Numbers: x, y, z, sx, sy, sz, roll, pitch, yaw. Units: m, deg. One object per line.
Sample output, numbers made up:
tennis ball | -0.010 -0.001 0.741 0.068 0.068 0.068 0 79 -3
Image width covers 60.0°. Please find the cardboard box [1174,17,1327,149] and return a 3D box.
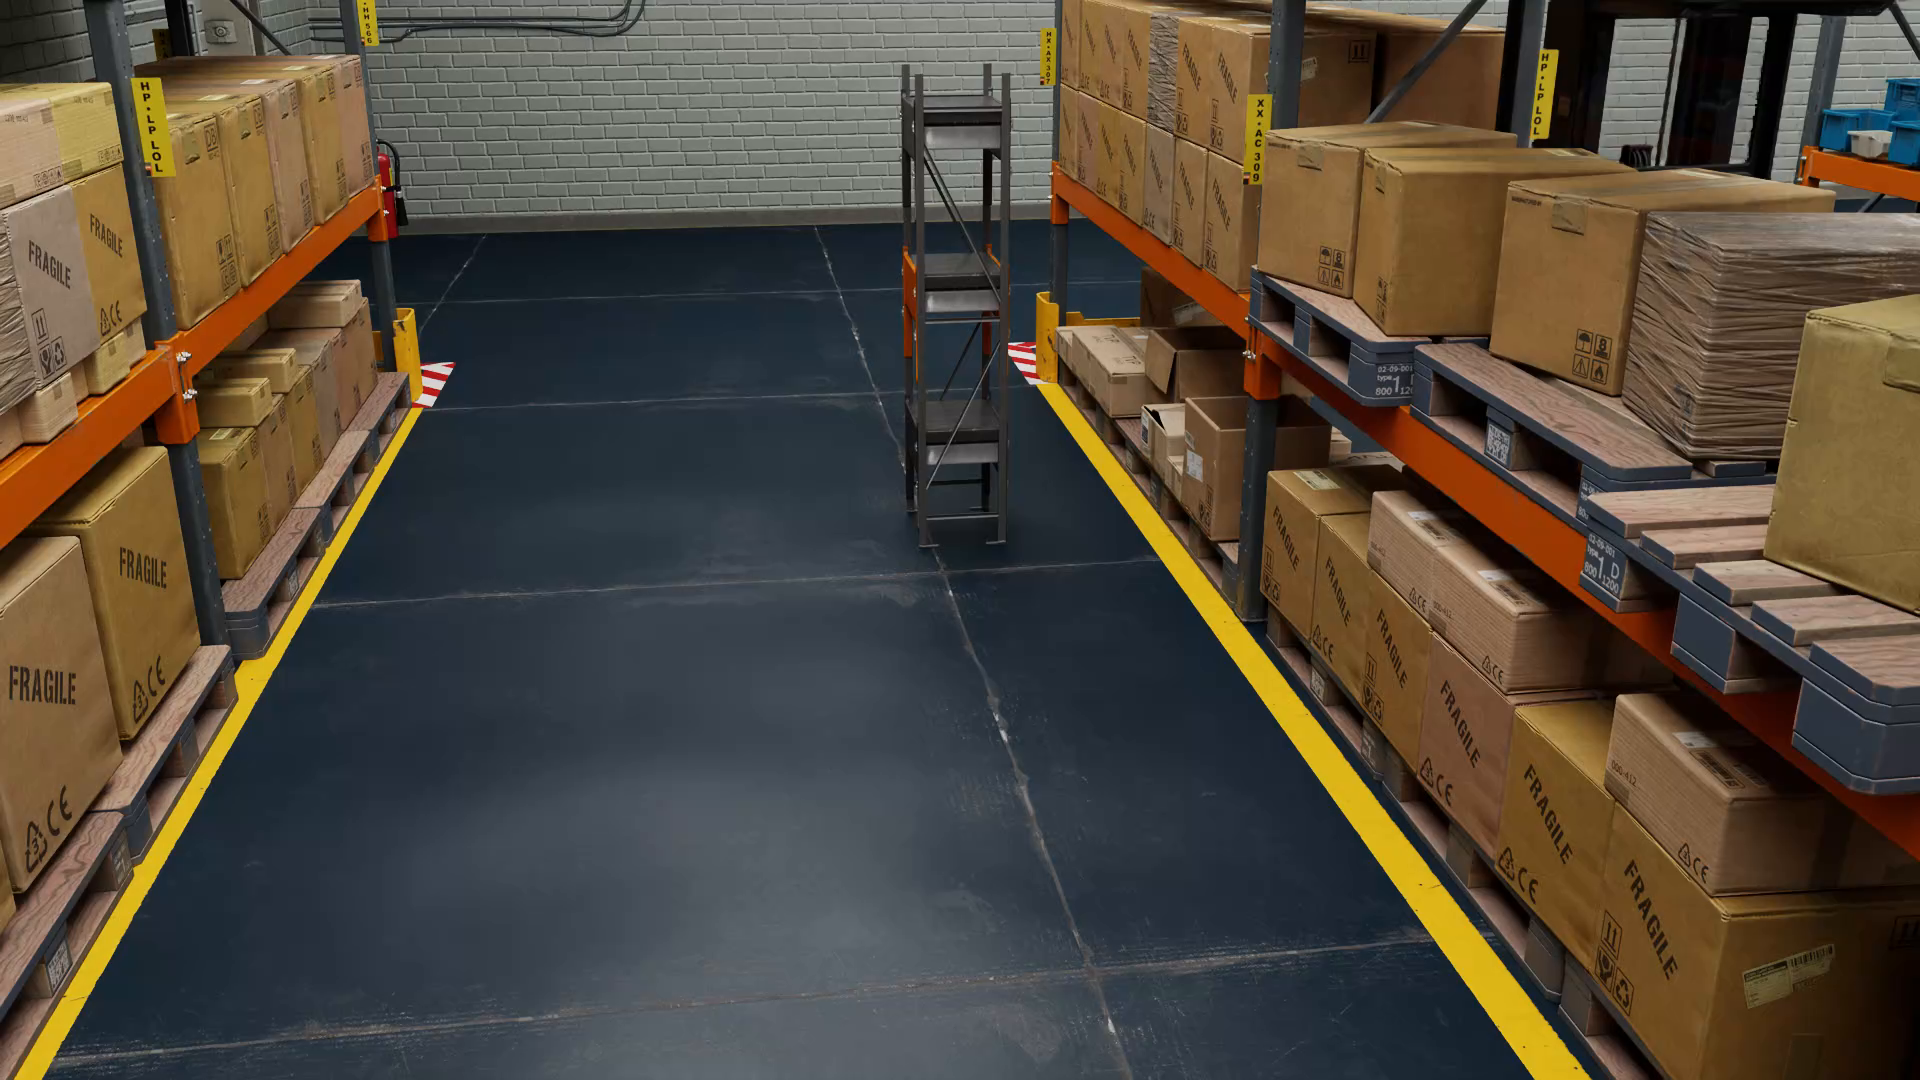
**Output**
cardboard box | 1.235 -1.961 7.107 0.500 0.500 0.500 -3 21 -9

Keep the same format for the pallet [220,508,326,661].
pallet | -3.293 0.184 6.923 1.003 0.211 1.213 -3 21 -8

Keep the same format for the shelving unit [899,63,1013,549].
shelving unit | -0.024 -1.041 7.502 0.431 2.100 0.503 -3 21 -8

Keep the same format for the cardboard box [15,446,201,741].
cardboard box | -3.038 0.173 5.437 0.750 0.750 0.750 -3 21 -7

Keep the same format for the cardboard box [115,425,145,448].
cardboard box | -3.443 -0.389 6.515 0.380 0.149 0.250 -3 21 -8

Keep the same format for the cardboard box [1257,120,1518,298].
cardboard box | 1.488 -1.175 5.831 0.700 0.500 0.500 -10 23 -26

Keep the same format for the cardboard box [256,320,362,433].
cardboard box | -3.565 -0.855 8.692 0.700 0.500 0.500 -3 21 -8

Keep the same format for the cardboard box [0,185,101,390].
cardboard box | -2.861 -0.728 4.781 0.500 0.500 0.500 -3 21 -7

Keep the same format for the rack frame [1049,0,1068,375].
rack frame | 1.064 -2.491 10.100 1.000 3.000 0.127 -3 21 -8

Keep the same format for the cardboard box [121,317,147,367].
cardboard box | -2.932 -0.644 5.484 0.380 0.149 0.250 -3 21 -7

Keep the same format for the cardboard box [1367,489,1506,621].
cardboard box | 1.613 0.033 5.212 0.500 0.250 0.500 -3 21 -8

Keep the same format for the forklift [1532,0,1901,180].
forklift | 3.306 -1.491 7.520 1.130 2.935 3.031 -4 21 -11

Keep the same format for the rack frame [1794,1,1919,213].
rack frame | 5.966 -2.740 10.765 1.000 3.000 0.127 -3 21 -8

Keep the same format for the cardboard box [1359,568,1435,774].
cardboard box | 1.622 0.396 5.313 0.500 0.500 0.500 -3 21 -7

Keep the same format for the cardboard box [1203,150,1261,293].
cardboard box | 1.315 -1.313 6.803 0.500 0.500 0.500 -3 21 -7

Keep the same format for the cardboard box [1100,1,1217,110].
cardboard box | 1.017 -2.486 8.512 0.500 0.500 0.500 -3 21 -7

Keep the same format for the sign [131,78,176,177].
sign | -2.725 -1.391 5.613 0.100 0.325 0.005 -3 21 -8

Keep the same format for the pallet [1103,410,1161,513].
pallet | 1.363 -0.461 8.650 1.003 0.211 1.213 -3 21 -8

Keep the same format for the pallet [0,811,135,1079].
pallet | -2.896 1.138 4.369 1.003 0.211 1.213 -3 21 -8

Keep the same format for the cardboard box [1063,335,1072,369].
cardboard box | 0.820 -1.121 9.852 0.380 0.166 0.250 -3 21 -8

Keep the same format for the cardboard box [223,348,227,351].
cardboard box | -3.633 -0.839 7.721 0.380 0.149 0.250 -3 21 -9

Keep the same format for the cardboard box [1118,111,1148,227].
cardboard box | 1.087 -1.846 8.228 0.500 0.500 0.500 -3 21 -7

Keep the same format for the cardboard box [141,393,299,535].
cardboard box | -3.336 -0.319 7.256 0.700 0.500 0.500 -3 21 -8

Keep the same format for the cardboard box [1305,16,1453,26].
cardboard box | 1.776 -1.978 7.152 0.500 0.500 0.500 -4 21 -9

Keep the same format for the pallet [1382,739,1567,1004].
pallet | 1.974 0.903 4.997 1.003 0.211 1.213 -3 21 -8

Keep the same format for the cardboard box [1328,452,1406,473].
cardboard box | 1.794 -0.209 7.203 0.500 0.311 0.500 -3 21 -8

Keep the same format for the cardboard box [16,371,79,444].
cardboard box | -2.783 -0.378 4.770 0.380 0.149 0.250 -3 21 -8

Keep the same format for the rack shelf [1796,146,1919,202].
rack shelf | 6.255 -1.710 9.037 1.077 0.370 4.000 -3 21 -8

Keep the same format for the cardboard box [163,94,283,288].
cardboard box | -3.423 -1.438 6.849 0.980 0.700 0.700 -3 21 -9

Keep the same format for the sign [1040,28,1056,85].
sign | 0.527 -2.870 9.875 0.100 0.325 0.005 -3 21 -8

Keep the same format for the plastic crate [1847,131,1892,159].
plastic crate | 5.640 -2.427 10.219 0.250 0.136 0.298 -3 21 -8

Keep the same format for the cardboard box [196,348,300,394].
cardboard box | -3.211 -0.758 7.503 0.380 0.149 0.250 -4 21 -9

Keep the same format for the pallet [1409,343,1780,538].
pallet | 1.932 -0.305 4.519 1.003 0.211 1.213 -3 21 -8

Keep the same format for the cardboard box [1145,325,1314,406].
cardboard box | 1.365 -0.793 8.492 0.797 0.503 0.637 -3 21 -8

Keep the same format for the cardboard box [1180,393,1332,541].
cardboard box | 1.278 -0.325 7.242 0.500 0.500 0.500 -3 21 -8

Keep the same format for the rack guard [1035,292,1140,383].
rack guard | 1.075 -1.294 10.466 1.175 0.500 0.348 -3 21 -8

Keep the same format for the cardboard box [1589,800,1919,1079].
cardboard box | 1.850 0.931 3.879 0.500 0.500 0.500 -2 21 -6

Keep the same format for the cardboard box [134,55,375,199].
cardboard box | -3.754 -2.205 8.903 0.980 0.700 0.700 -2 21 -5

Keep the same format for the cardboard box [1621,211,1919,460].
cardboard box | 2.072 -0.504 4.035 0.700 0.500 0.500 1 20 2

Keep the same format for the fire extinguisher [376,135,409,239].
fire extinguisher | -3.402 -2.105 9.708 0.296 0.674 0.183 -3 21 -8

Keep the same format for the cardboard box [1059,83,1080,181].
cardboard box | 0.867 -2.371 9.635 0.500 0.500 0.500 -2 21 -7

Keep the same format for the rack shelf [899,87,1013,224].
rack shelf | -0.024 -1.684 7.262 0.431 0.518 0.480 -3 21 -8

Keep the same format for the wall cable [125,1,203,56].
wall cable | -4.958 -3.112 10.309 0.084 1.984 1.851 -3 21 -8

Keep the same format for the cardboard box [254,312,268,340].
cardboard box | -3.744 -1.104 8.429 0.380 0.149 0.250 -3 21 -7

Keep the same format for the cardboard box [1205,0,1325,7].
cardboard box | 1.553 -2.512 8.583 0.500 0.500 0.500 -2 21 -6
